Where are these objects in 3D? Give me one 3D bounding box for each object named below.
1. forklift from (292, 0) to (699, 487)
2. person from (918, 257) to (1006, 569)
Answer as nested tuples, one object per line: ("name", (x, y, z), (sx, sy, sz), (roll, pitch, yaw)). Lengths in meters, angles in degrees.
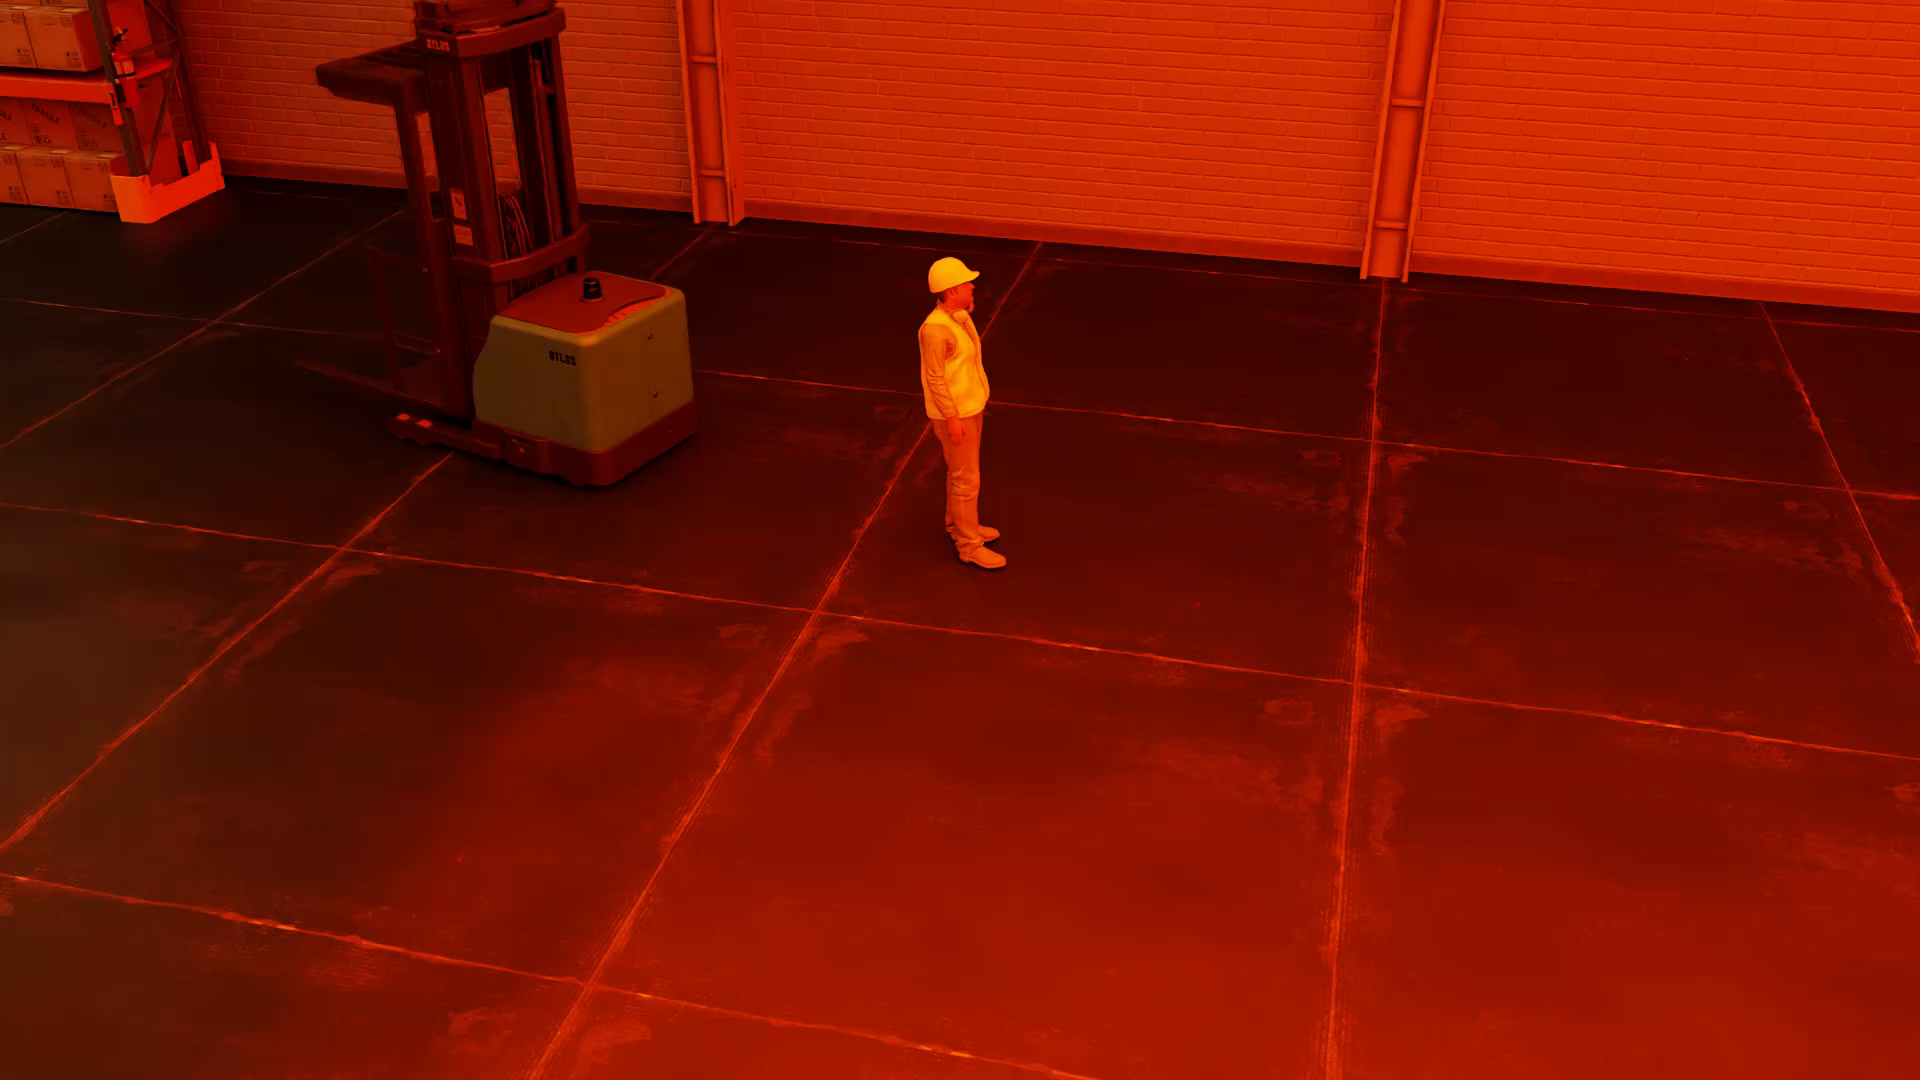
("forklift", (-3.316, -2.130, 10.930), (3.031, 2.935, 1.130), (16, 33, 25))
("person", (0.059, -0.767, 9.683), (0.566, 1.775, 0.634), (7, 30, 12))
